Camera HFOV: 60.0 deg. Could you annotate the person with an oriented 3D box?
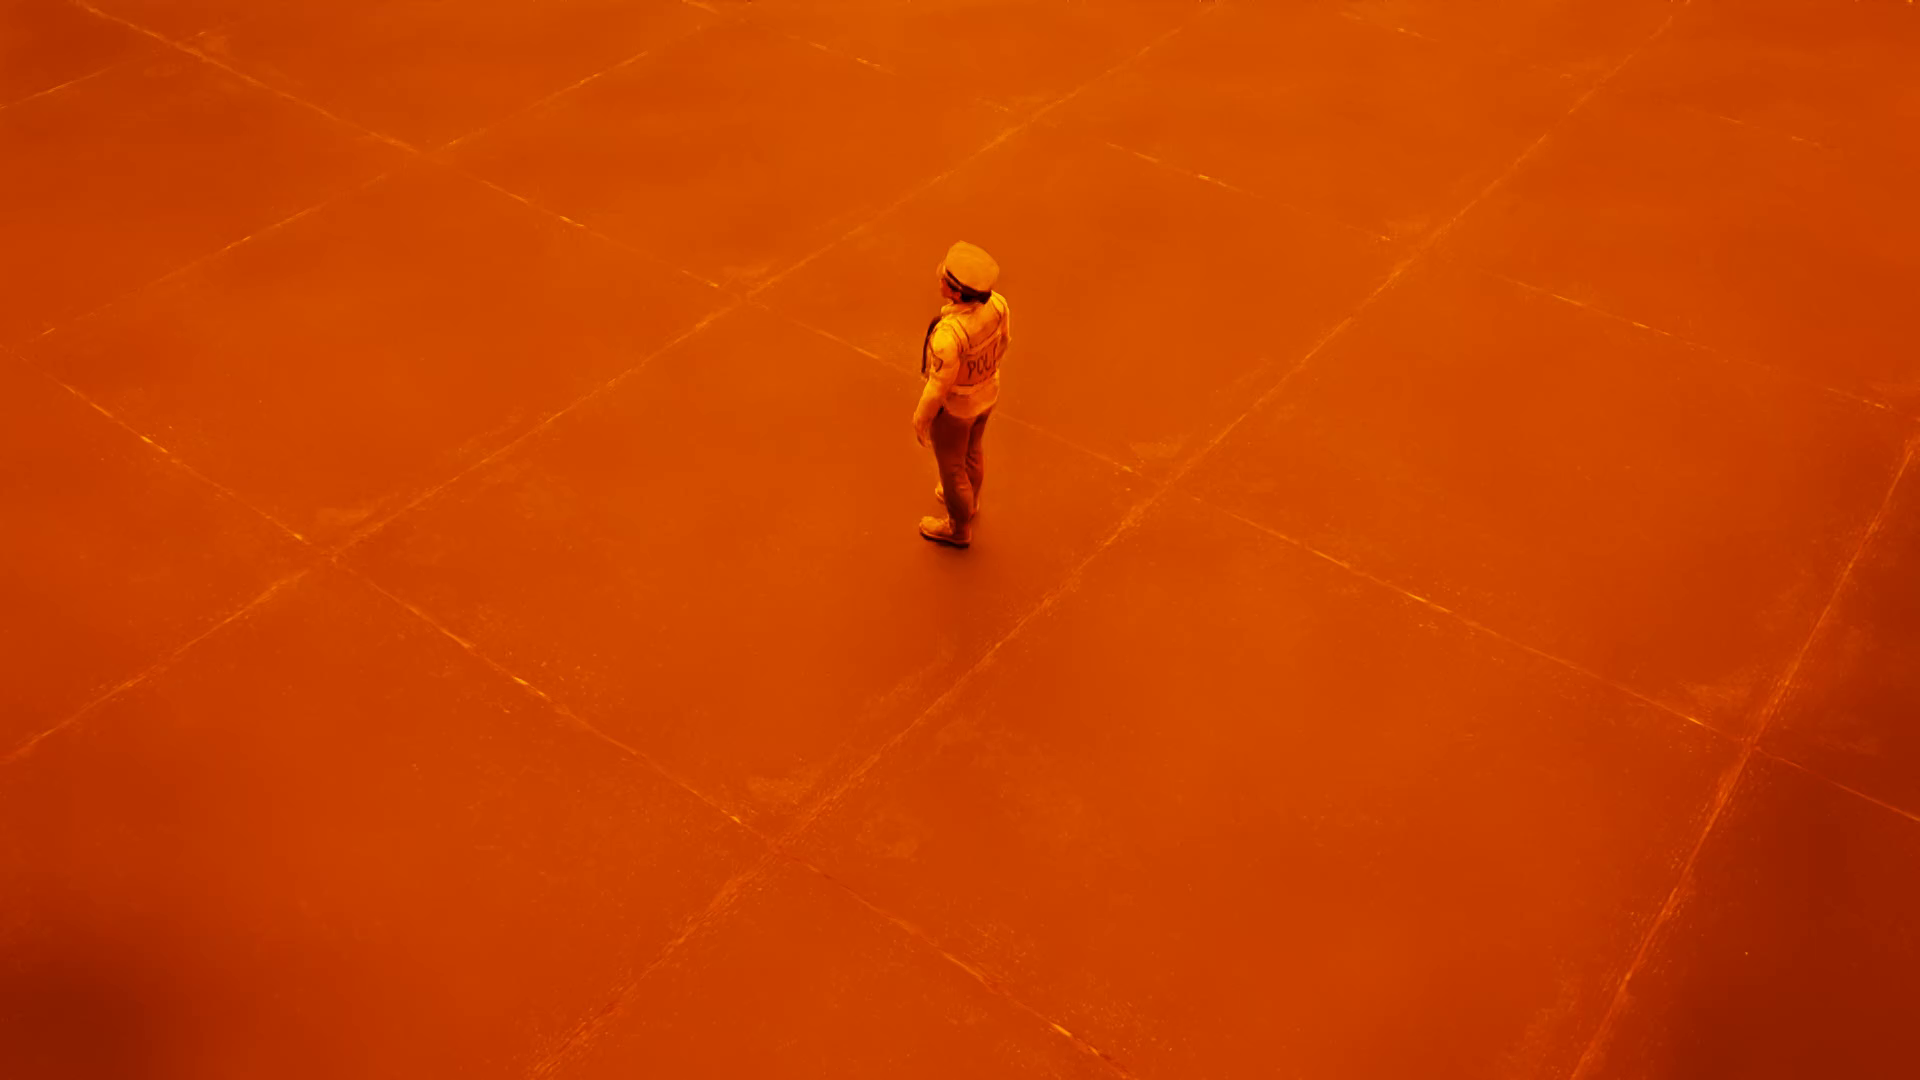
[{"bbox_3d":[-0.049,-0.681,7.814,0.533,1.695,0.586,26,47,28],"label":"person"}]
